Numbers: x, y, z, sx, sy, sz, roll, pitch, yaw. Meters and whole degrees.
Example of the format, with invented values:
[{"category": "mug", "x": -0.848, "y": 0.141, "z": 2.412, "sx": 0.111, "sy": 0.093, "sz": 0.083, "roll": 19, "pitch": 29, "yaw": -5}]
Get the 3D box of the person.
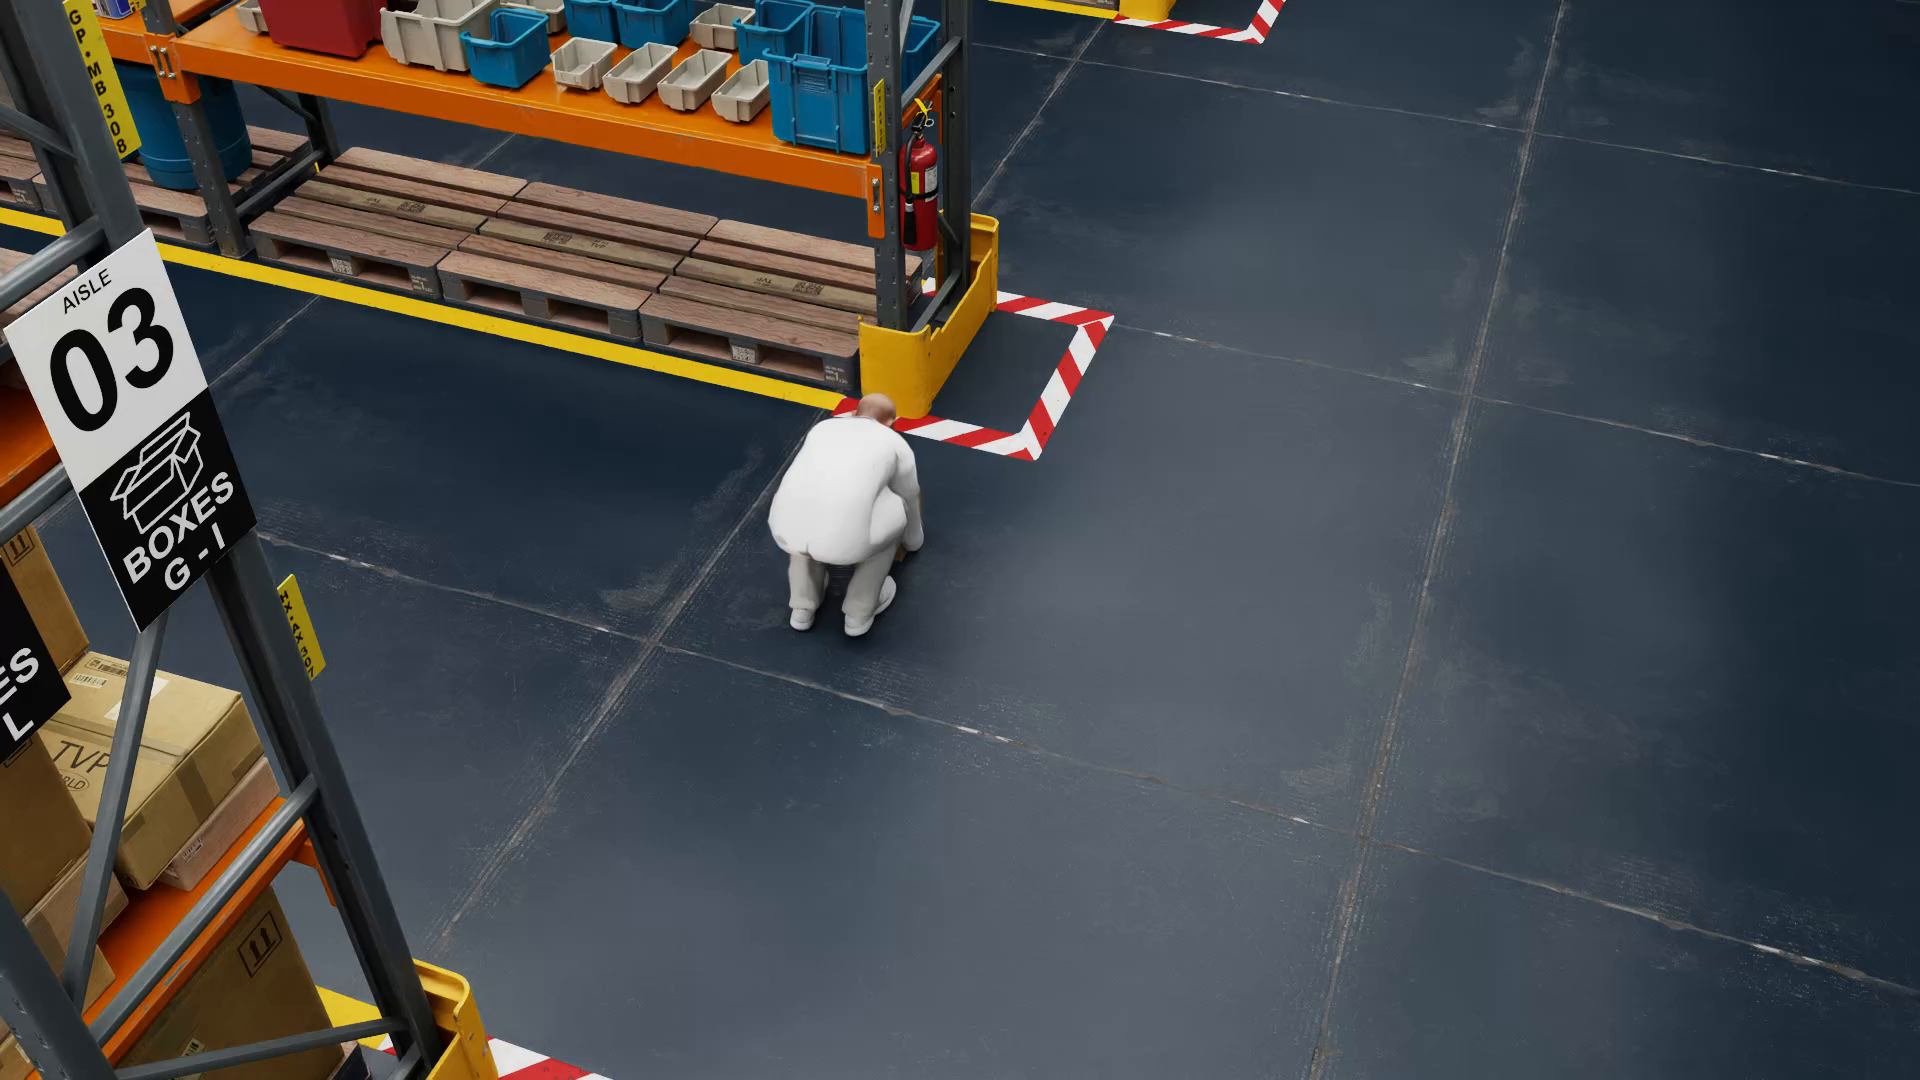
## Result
[{"category": "person", "x": -0.466, "y": -0.102, "z": 7.011, "sx": 0.585, "sy": 0.868, "sz": 0.954, "roll": 12, "pitch": 42, "yaw": 14}]
